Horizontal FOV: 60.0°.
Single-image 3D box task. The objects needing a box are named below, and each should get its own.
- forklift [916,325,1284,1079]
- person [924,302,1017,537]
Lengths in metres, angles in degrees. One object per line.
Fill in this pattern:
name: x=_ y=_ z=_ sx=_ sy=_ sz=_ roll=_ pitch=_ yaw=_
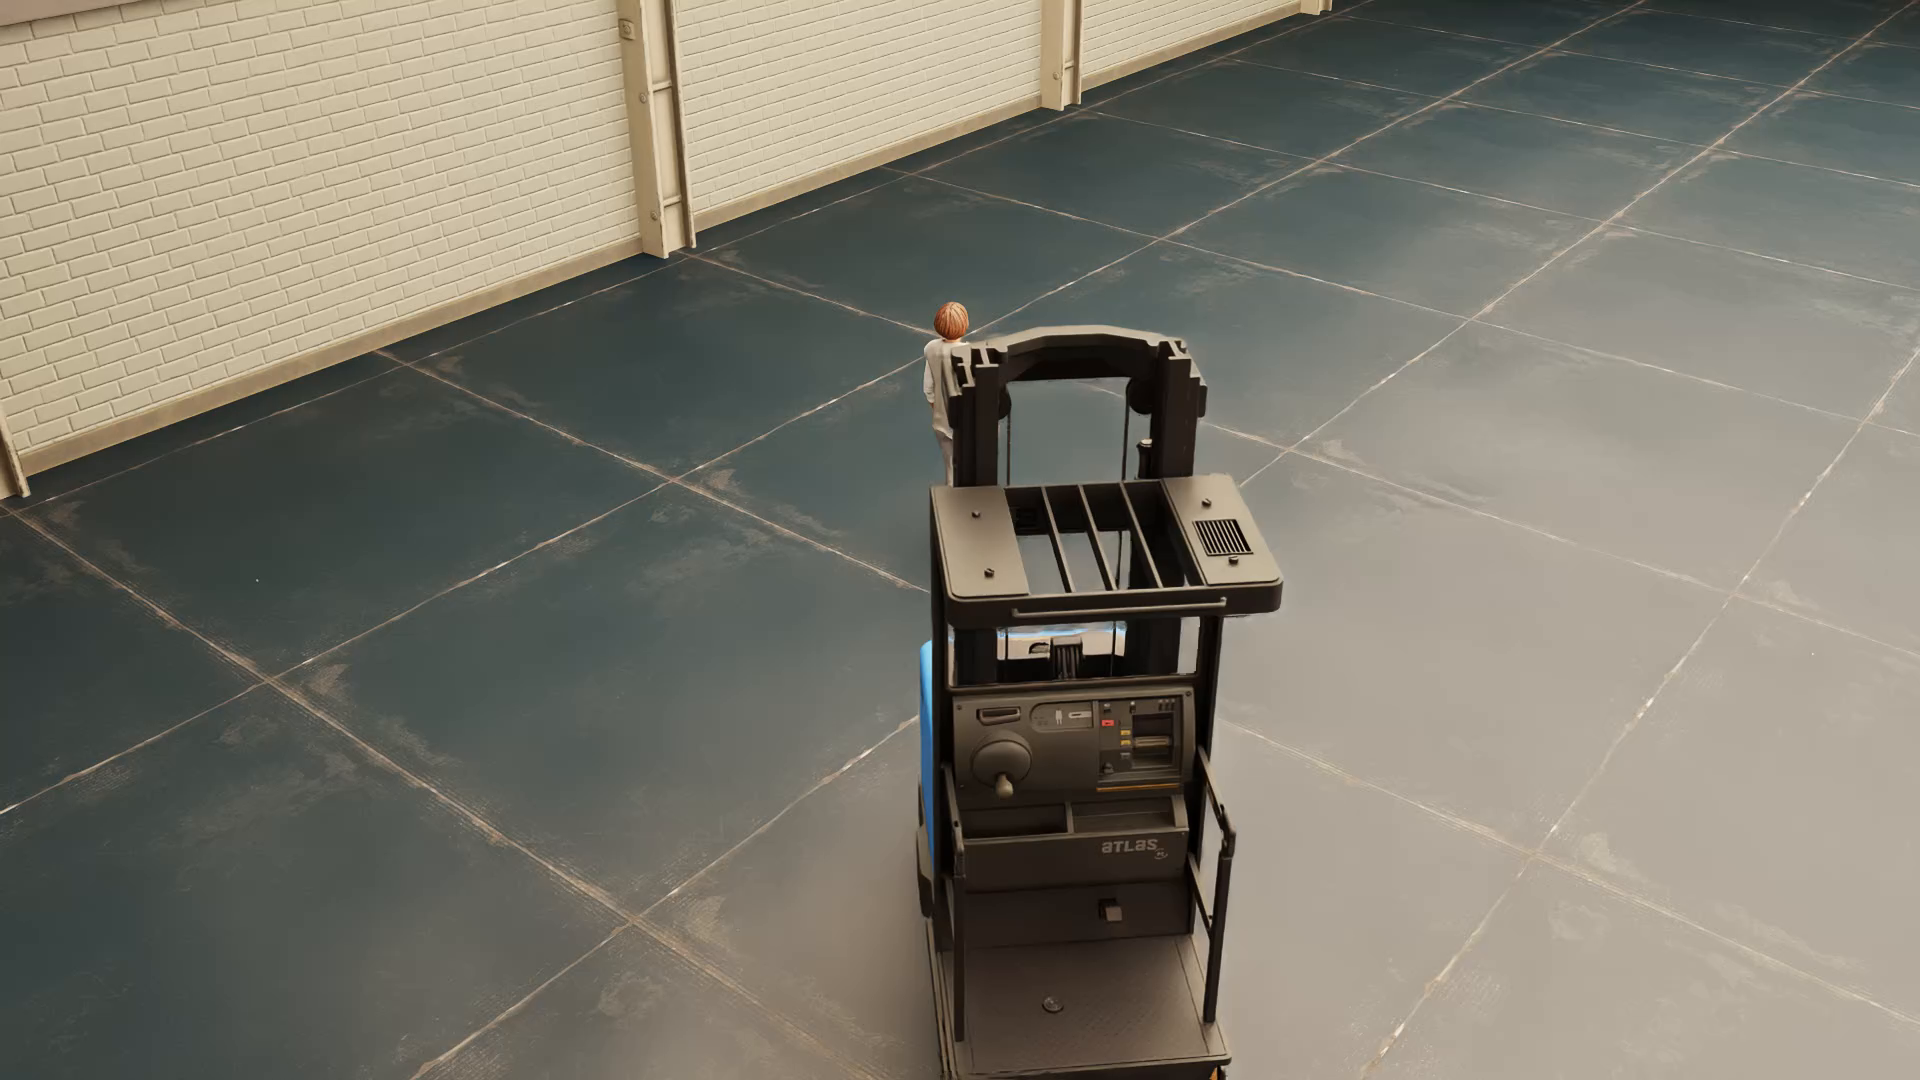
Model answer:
forklift: x=0.462 y=0.822 z=6.189 sx=1.130 sy=2.935 sz=3.031 roll=-3 pitch=30 yaw=-5
person: x=0.058 y=-0.721 z=10.136 sx=0.520 sy=1.599 sz=0.473 roll=22 pitch=37 yaw=33
